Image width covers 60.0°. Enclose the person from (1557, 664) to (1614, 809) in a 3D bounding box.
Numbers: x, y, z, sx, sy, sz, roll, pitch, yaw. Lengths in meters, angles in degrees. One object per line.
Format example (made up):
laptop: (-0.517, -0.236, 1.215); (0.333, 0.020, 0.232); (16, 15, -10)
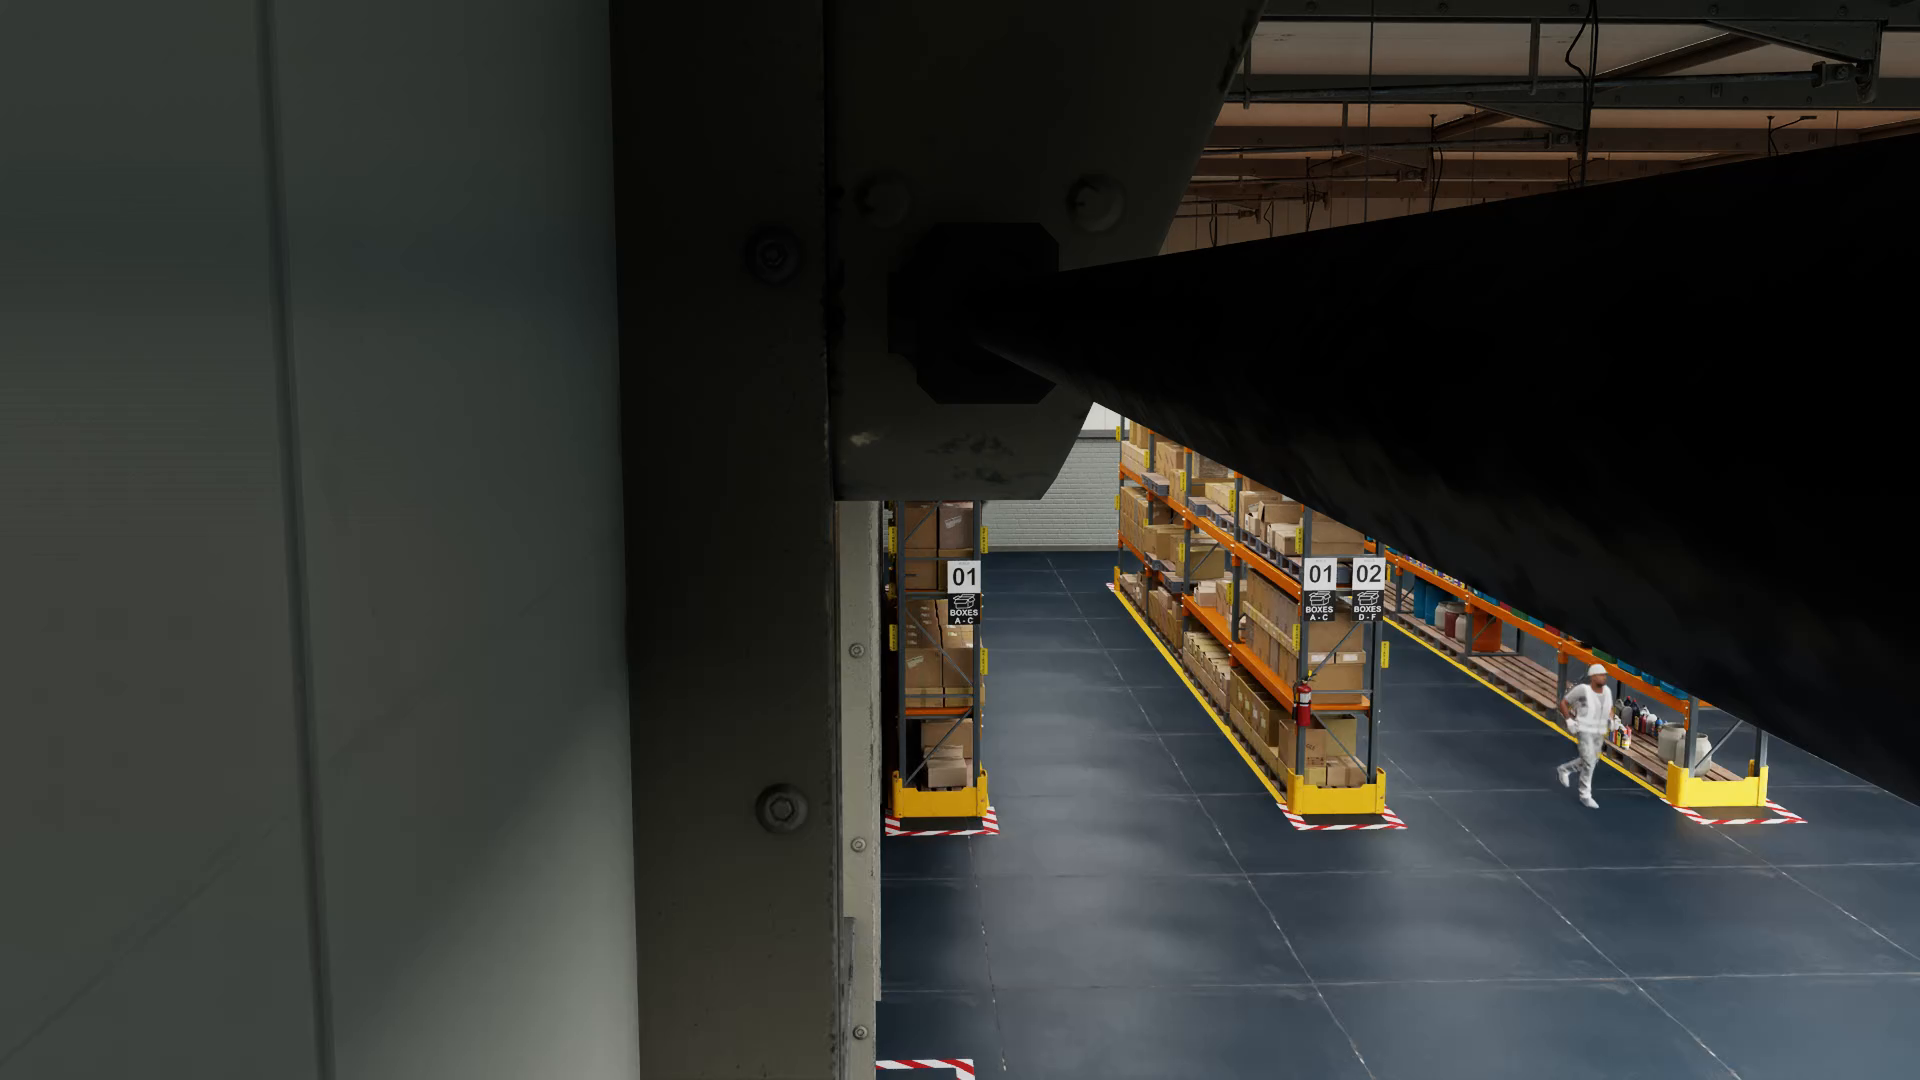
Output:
person: (7.996, 2.447, 21.175); (0.728, 1.775, 0.853); (-3, 9, -21)
